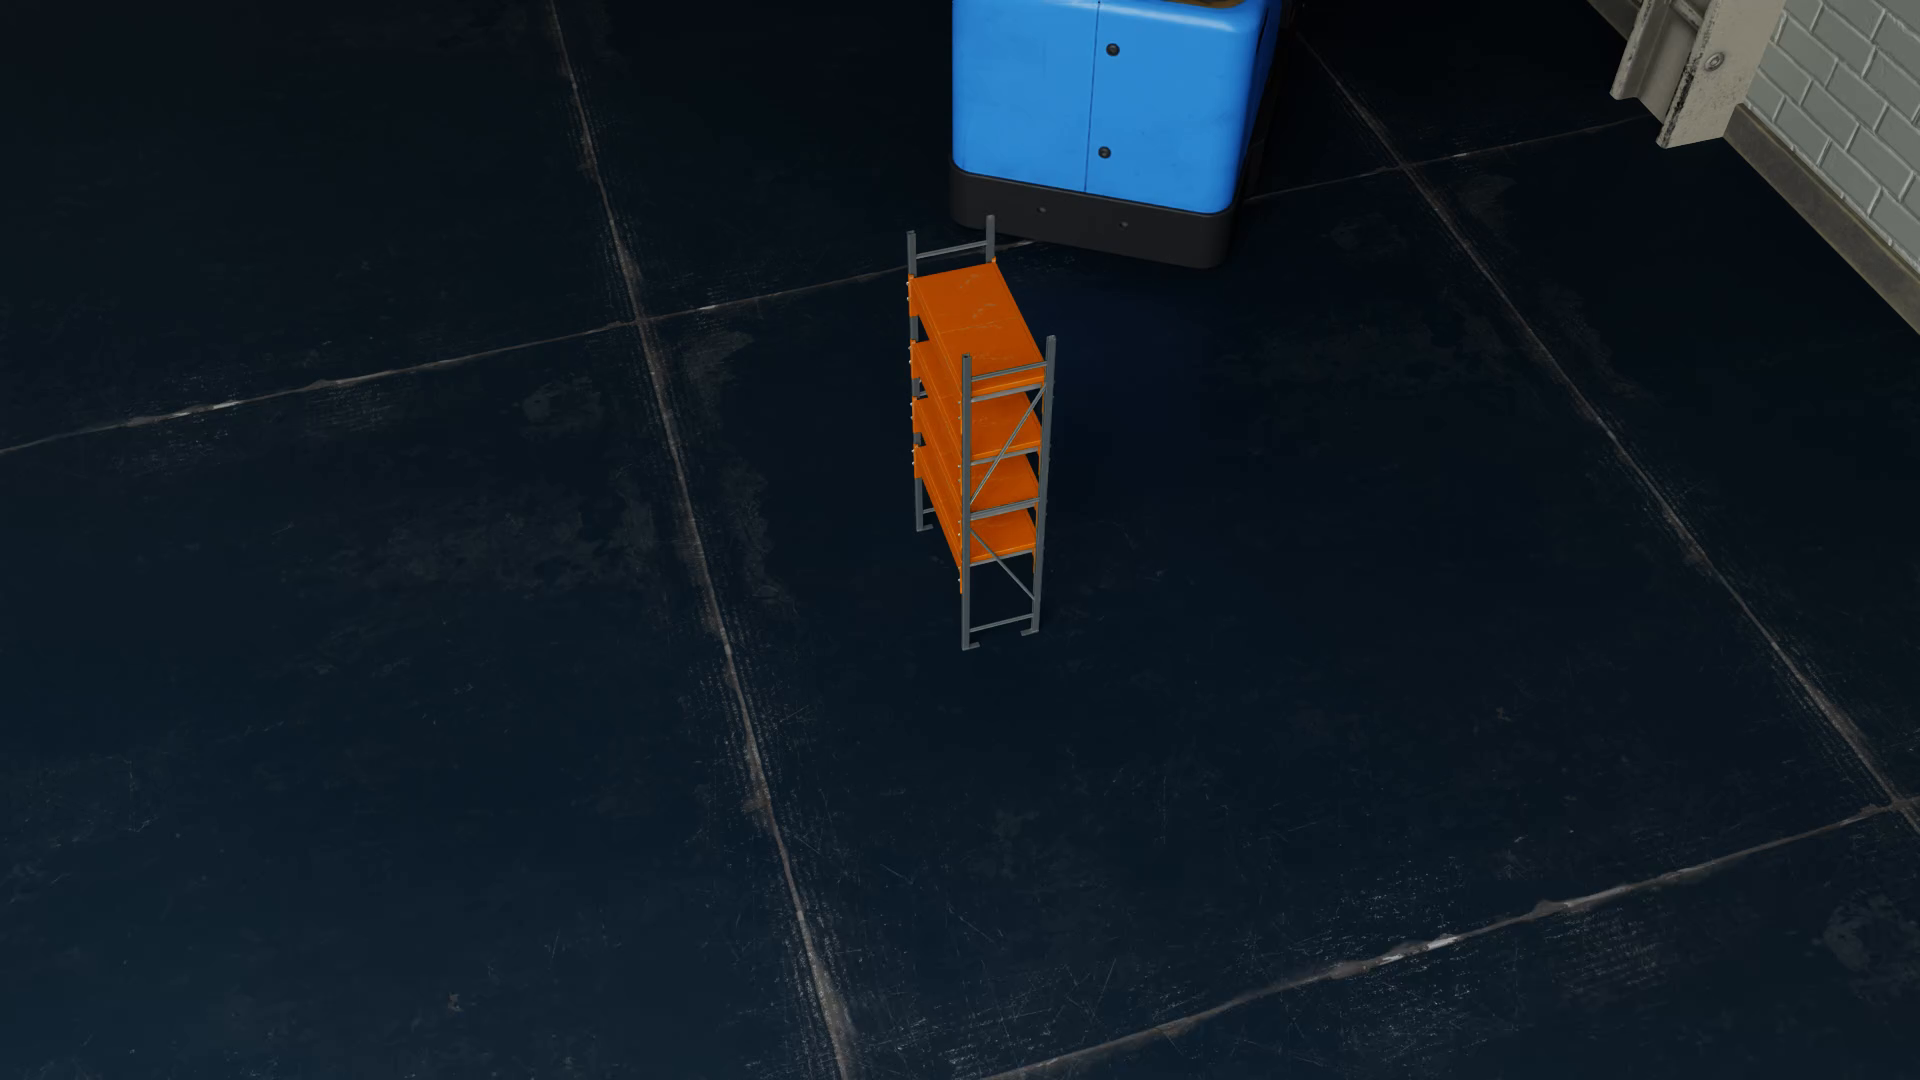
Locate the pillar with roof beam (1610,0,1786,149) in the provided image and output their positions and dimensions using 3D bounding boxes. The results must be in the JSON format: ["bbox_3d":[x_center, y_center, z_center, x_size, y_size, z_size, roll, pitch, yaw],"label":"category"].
[{"bbox_3d":[-1.256,-3.647,2.439,9.100,9.000,0.400,-13,51,-11],"label":"pillar with roof beam"}]

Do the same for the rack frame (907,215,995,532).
[{"bbox_3d":[-0.023,-0.444,4.840,0.240,1.200,0.015,-13,51,-11],"label":"rack frame"}]

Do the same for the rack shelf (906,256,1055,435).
[{"bbox_3d":[0.049,-0.519,4.389,0.258,0.148,0.480,-13,51,-11],"label":"rack shelf"}]

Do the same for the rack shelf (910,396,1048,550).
[{"bbox_3d":[0.049,-0.222,4.741,0.258,0.148,0.480,-13,51,-11],"label":"rack shelf"}]

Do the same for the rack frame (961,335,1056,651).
[{"bbox_3d":[0.121,-0.088,4.539,0.240,1.200,0.015,-13,51,-11],"label":"rack frame"}]

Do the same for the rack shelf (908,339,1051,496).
[{"bbox_3d":[0.049,-0.367,4.570,0.258,0.148,0.480,-13,51,-11],"label":"rack shelf"}]

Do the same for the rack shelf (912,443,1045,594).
[{"bbox_3d":[0.049,-0.094,4.893,0.258,0.148,0.480,-13,51,-11],"label":"rack shelf"}]

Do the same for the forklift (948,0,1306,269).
[{"bbox_3d":[0.849,-3.076,5.926,1.130,2.935,3.031,12,51,10],"label":"forklift"}]

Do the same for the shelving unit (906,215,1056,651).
[{"bbox_3d":[0.049,-0.266,4.689,0.258,1.200,0.503,-13,51,-11],"label":"shelving unit"}]
